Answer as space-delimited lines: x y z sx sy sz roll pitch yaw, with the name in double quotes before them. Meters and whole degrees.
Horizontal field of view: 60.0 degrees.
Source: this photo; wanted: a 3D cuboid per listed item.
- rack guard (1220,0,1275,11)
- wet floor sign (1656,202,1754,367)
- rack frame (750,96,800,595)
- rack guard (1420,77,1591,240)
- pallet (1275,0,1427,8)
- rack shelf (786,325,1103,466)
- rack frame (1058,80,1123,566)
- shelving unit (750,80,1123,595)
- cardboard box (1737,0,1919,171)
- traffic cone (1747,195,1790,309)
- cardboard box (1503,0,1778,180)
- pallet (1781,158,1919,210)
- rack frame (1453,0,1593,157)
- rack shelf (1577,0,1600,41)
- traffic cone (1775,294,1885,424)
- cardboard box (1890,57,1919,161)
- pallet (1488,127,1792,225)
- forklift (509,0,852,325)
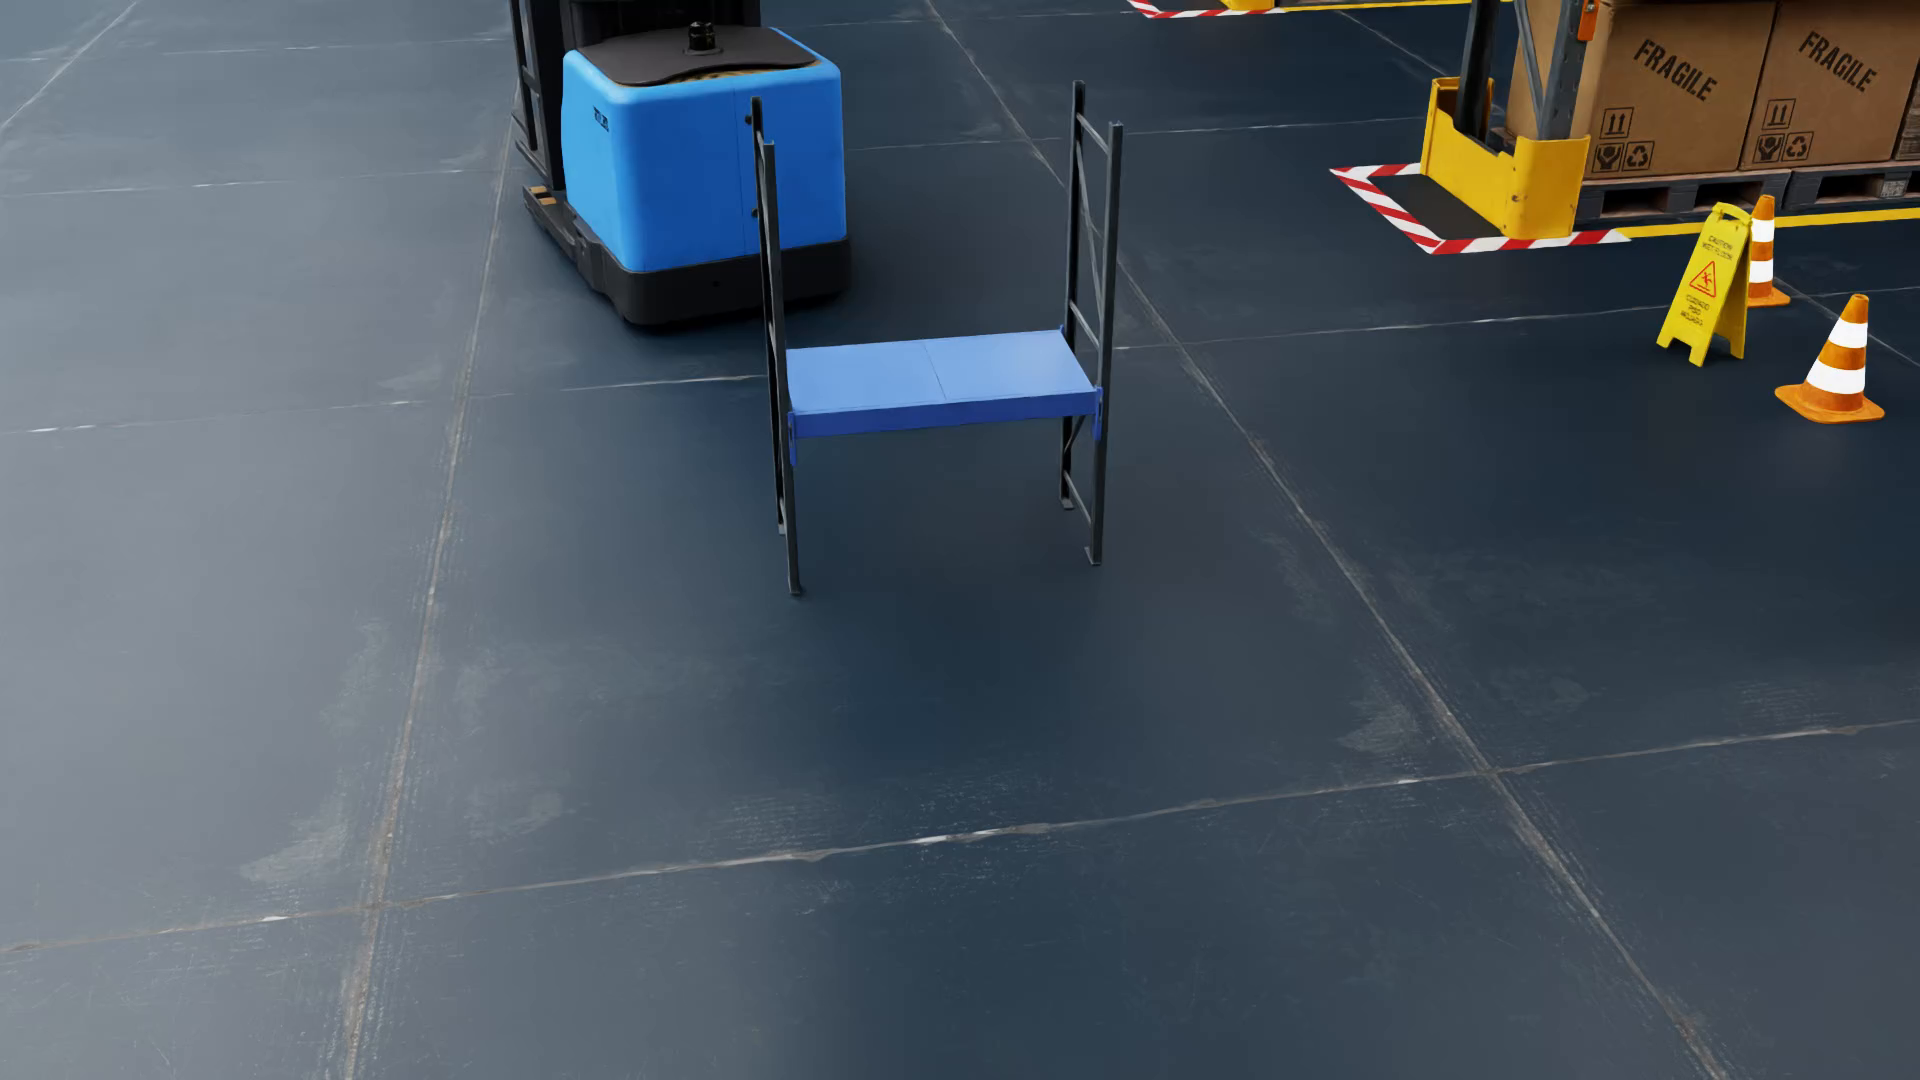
"rack guard" 2.120 -4.503 12.914 0.348 0.500 1.175 -5 31 -9
"wet floor sign" 3.167 -1.086 6.961 0.232 0.644 0.267 -11 32 -17
"rack frame" -0.584 -0.592 5.278 0.032 1.500 0.500 -5 31 -9
"rack guard" 2.816 -2.011 8.677 0.348 0.500 1.175 -5 31 -9
"pallet" 2.926 -4.435 13.084 1.213 0.211 1.003 -5 31 -9
"rack shelf" -0.084 -0.484 5.448 1.000 0.185 0.538 -5 31 -9
"rack frame" 0.416 -0.685 5.436 0.032 1.500 0.500 -5 31 -9
"shelving unit" -0.084 -0.639 5.357 1.048 1.500 0.538 -5 31 -9
"cardboard box" 4.360 -2.532 8.779 0.875 0.875 0.875 -6 31 -10
"traffic cone" 3.617 -1.338 7.569 0.334 0.463 0.336 -5 31 -9
"cardboard box" 3.494 -2.451 8.641 0.875 0.875 0.875 -5 31 -9
"pallet" 4.809 -2.111 9.131 1.213 0.211 1.003 -5 31 -9
"rack frame" 2.839 -3.091 8.047 0.127 3.000 1.000 -5 31 -9
"rack shelf" 4.807 -2.963 8.540 4.000 0.370 1.077 -5 31 -9
"traffic cone" 3.487 -0.744 6.558 0.334 0.463 0.336 -5 31 -9
"cardboard box" 5.257 -2.615 8.919 0.875 0.875 0.875 -5 31 -9
"pallet" 3.612 -2.001 8.945 1.213 0.211 1.003 -5 31 -9
"forklift" -1.593 -2.917 7.819 1.130 2.935 3.031 -14 33 -22
